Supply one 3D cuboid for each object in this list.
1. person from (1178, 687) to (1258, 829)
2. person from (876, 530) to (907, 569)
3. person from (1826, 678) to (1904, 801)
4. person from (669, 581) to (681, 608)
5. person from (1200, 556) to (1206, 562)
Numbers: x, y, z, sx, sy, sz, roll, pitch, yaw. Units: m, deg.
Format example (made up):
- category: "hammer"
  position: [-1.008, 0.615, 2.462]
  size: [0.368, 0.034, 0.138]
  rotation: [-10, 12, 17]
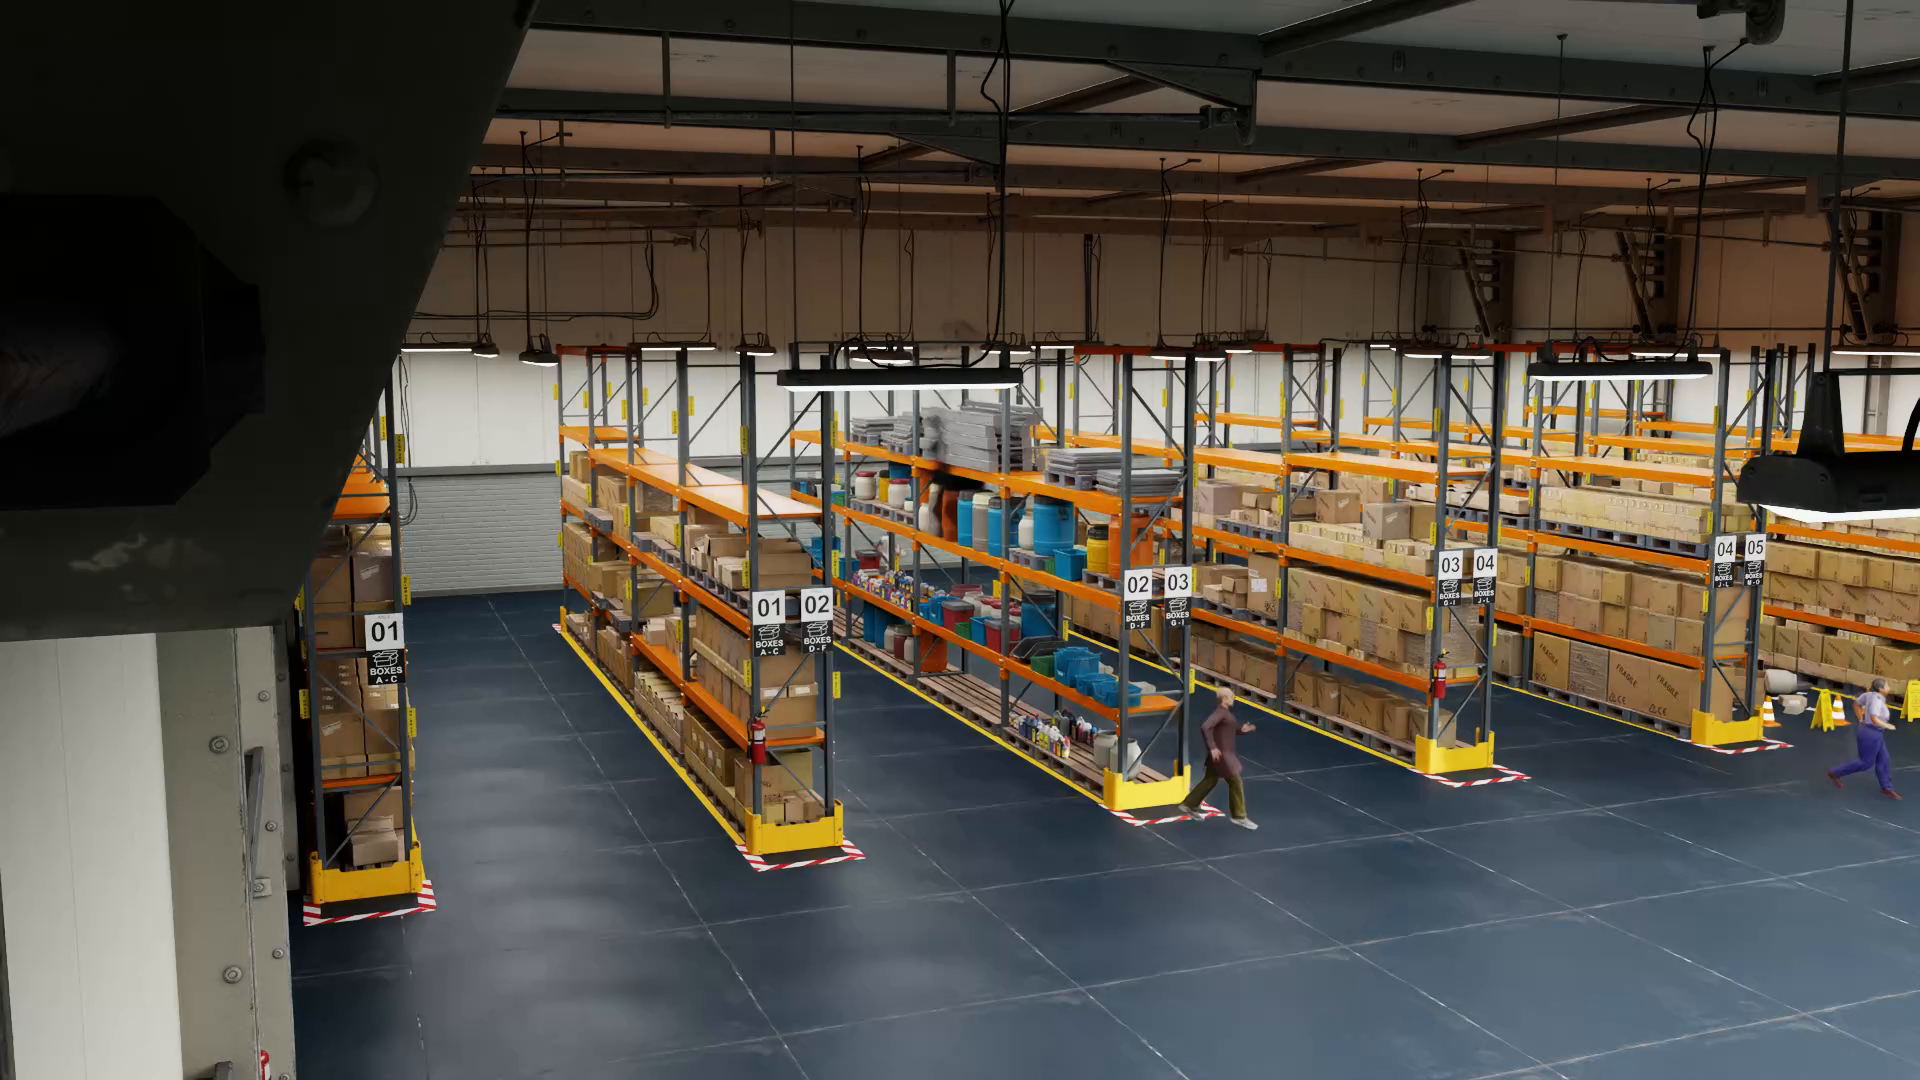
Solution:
- category: "person"
  position: [3.280, 2.756, 21.066]
  size: [1.008, 1.810, 0.681]
  rotation: [0, 7, 2]
- category: "person"
  position: [-1.627, 0.520, 38.765]
  size: [0.948, 1.775, 0.655]
  rotation: [-4, 8, -27]
- category: "person"
  position: [12.294, 2.676, 22.516]
  size: [0.967, 1.651, 0.628]
  rotation: [3, 8, 20]
- category: "person"
  position: [-6.117, 1.091, 35.343]
  size: [0.566, 1.546, 0.504]
  rotation: [-6, 9, -38]
- category: "person"
  position: [5.095, 1.136, 34.787]
  size: [0.586, 1.624, 0.556]
  rotation: [-4, 8, -29]
